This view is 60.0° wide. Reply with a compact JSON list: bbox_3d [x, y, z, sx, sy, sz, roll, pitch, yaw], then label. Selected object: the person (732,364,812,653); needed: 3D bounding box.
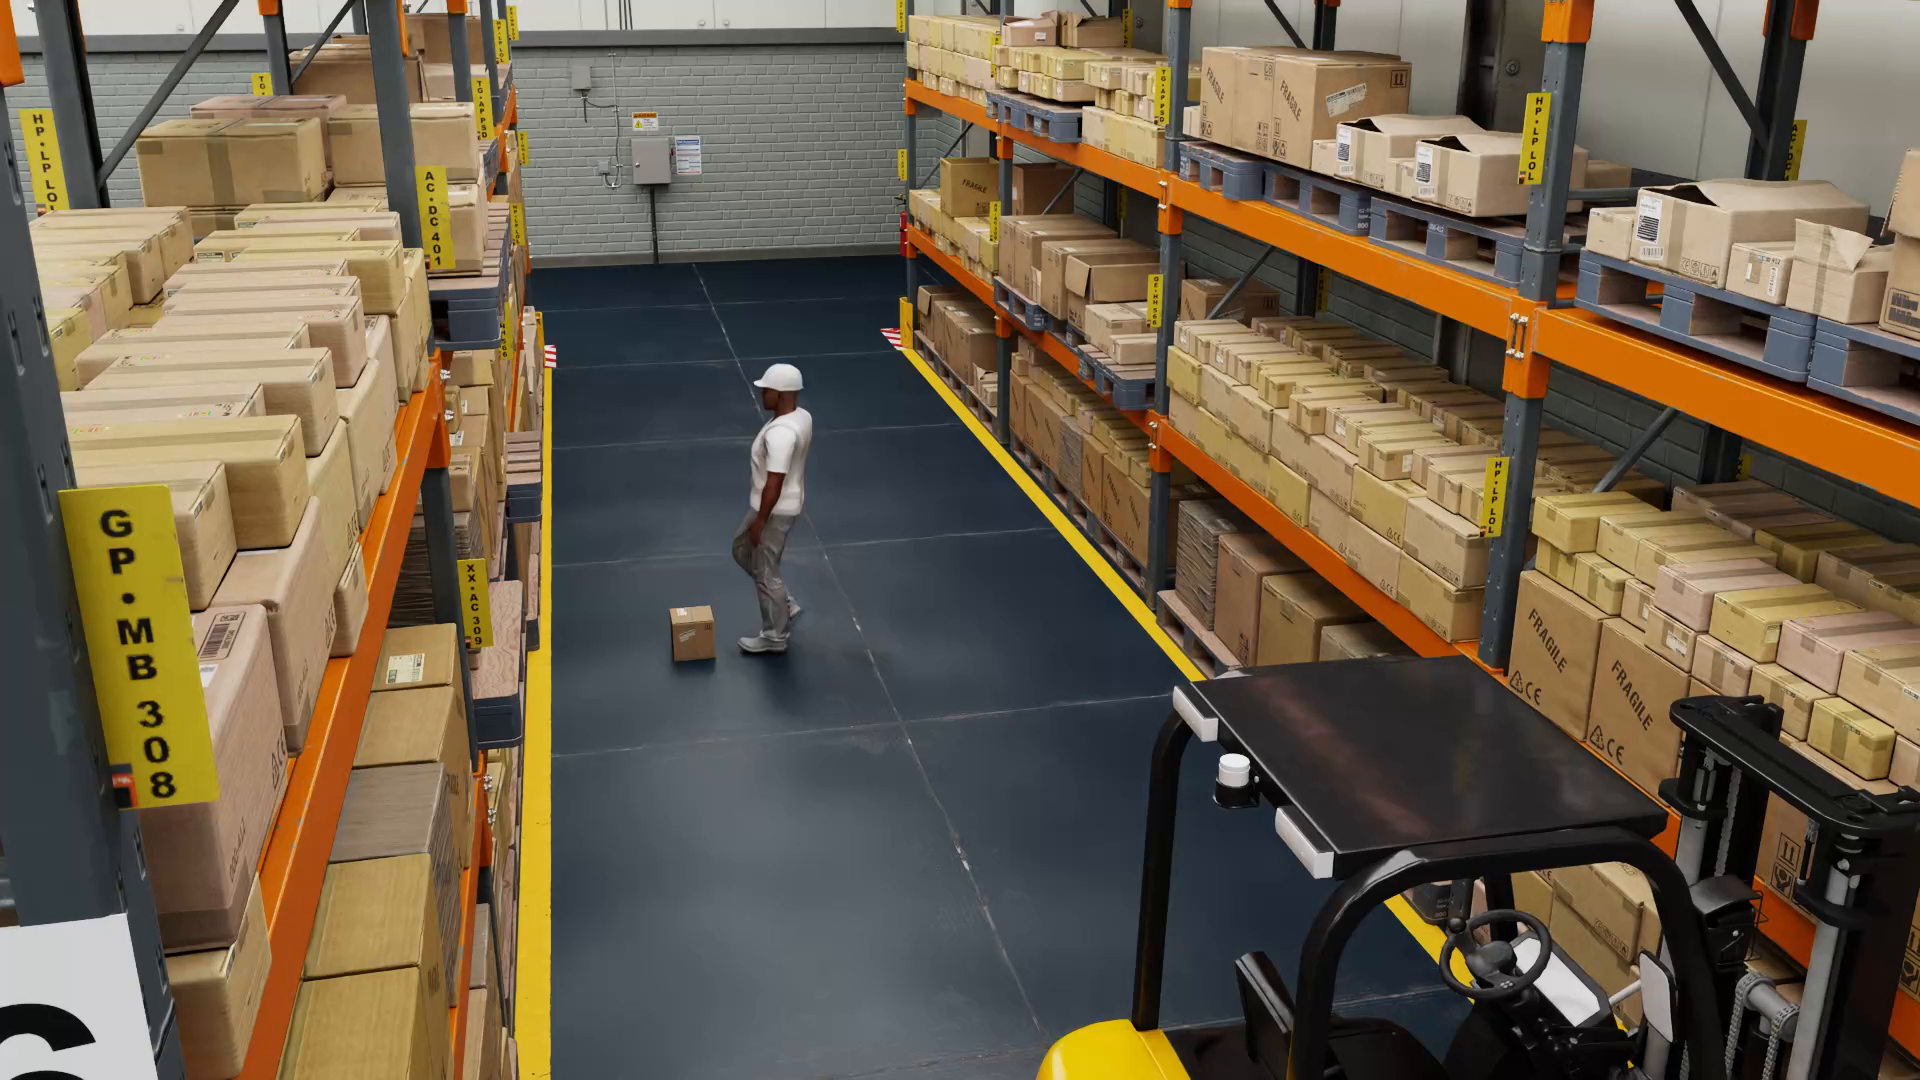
[{"bbox_3d":[-1.156,-0.191,10.031,0.516,1.763,0.607,1,20,3],"label":"person"}]
